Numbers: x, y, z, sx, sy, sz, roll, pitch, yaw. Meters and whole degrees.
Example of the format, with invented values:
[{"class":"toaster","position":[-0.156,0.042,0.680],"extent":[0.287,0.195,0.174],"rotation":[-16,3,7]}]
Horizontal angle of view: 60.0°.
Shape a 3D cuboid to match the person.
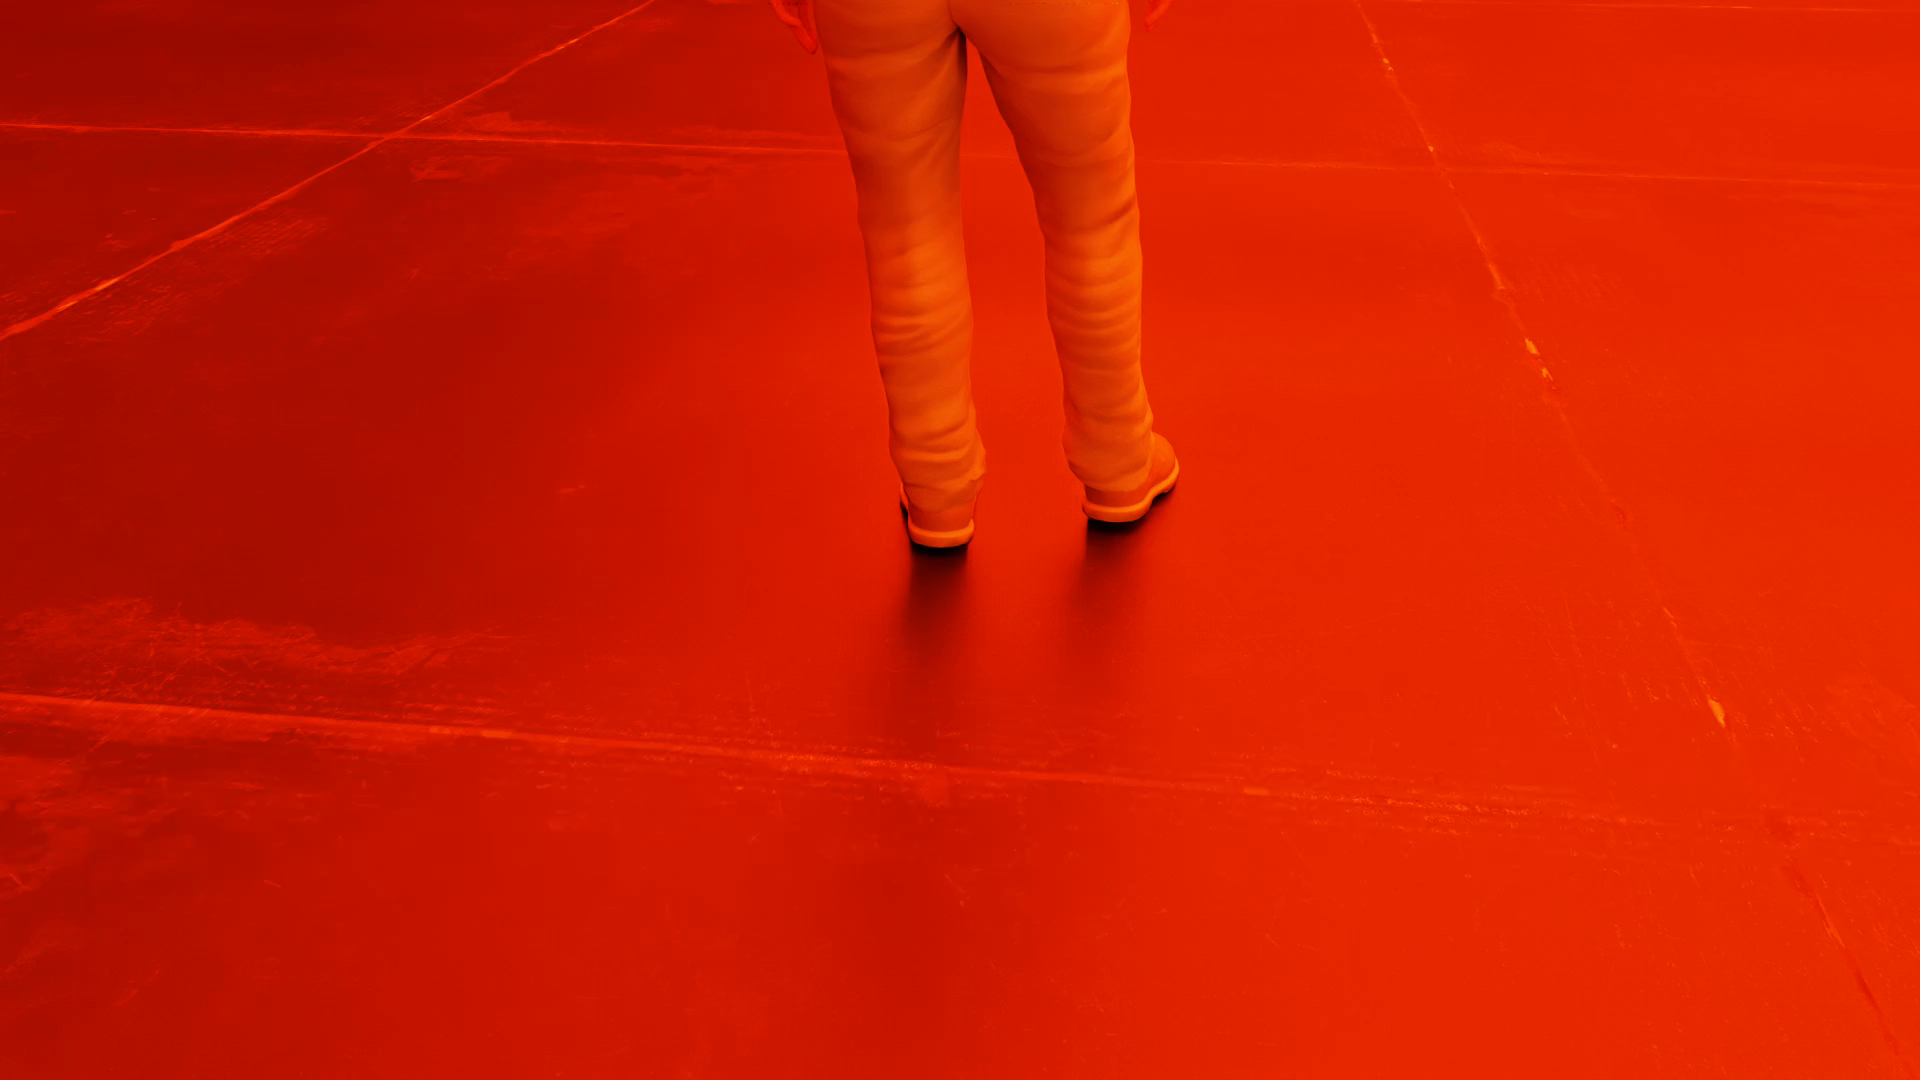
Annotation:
[{"class":"person","position":[0.032,-0.785,2.190],"extent":[0.599,1.670,0.529],"rotation":[3,27,7]}]
